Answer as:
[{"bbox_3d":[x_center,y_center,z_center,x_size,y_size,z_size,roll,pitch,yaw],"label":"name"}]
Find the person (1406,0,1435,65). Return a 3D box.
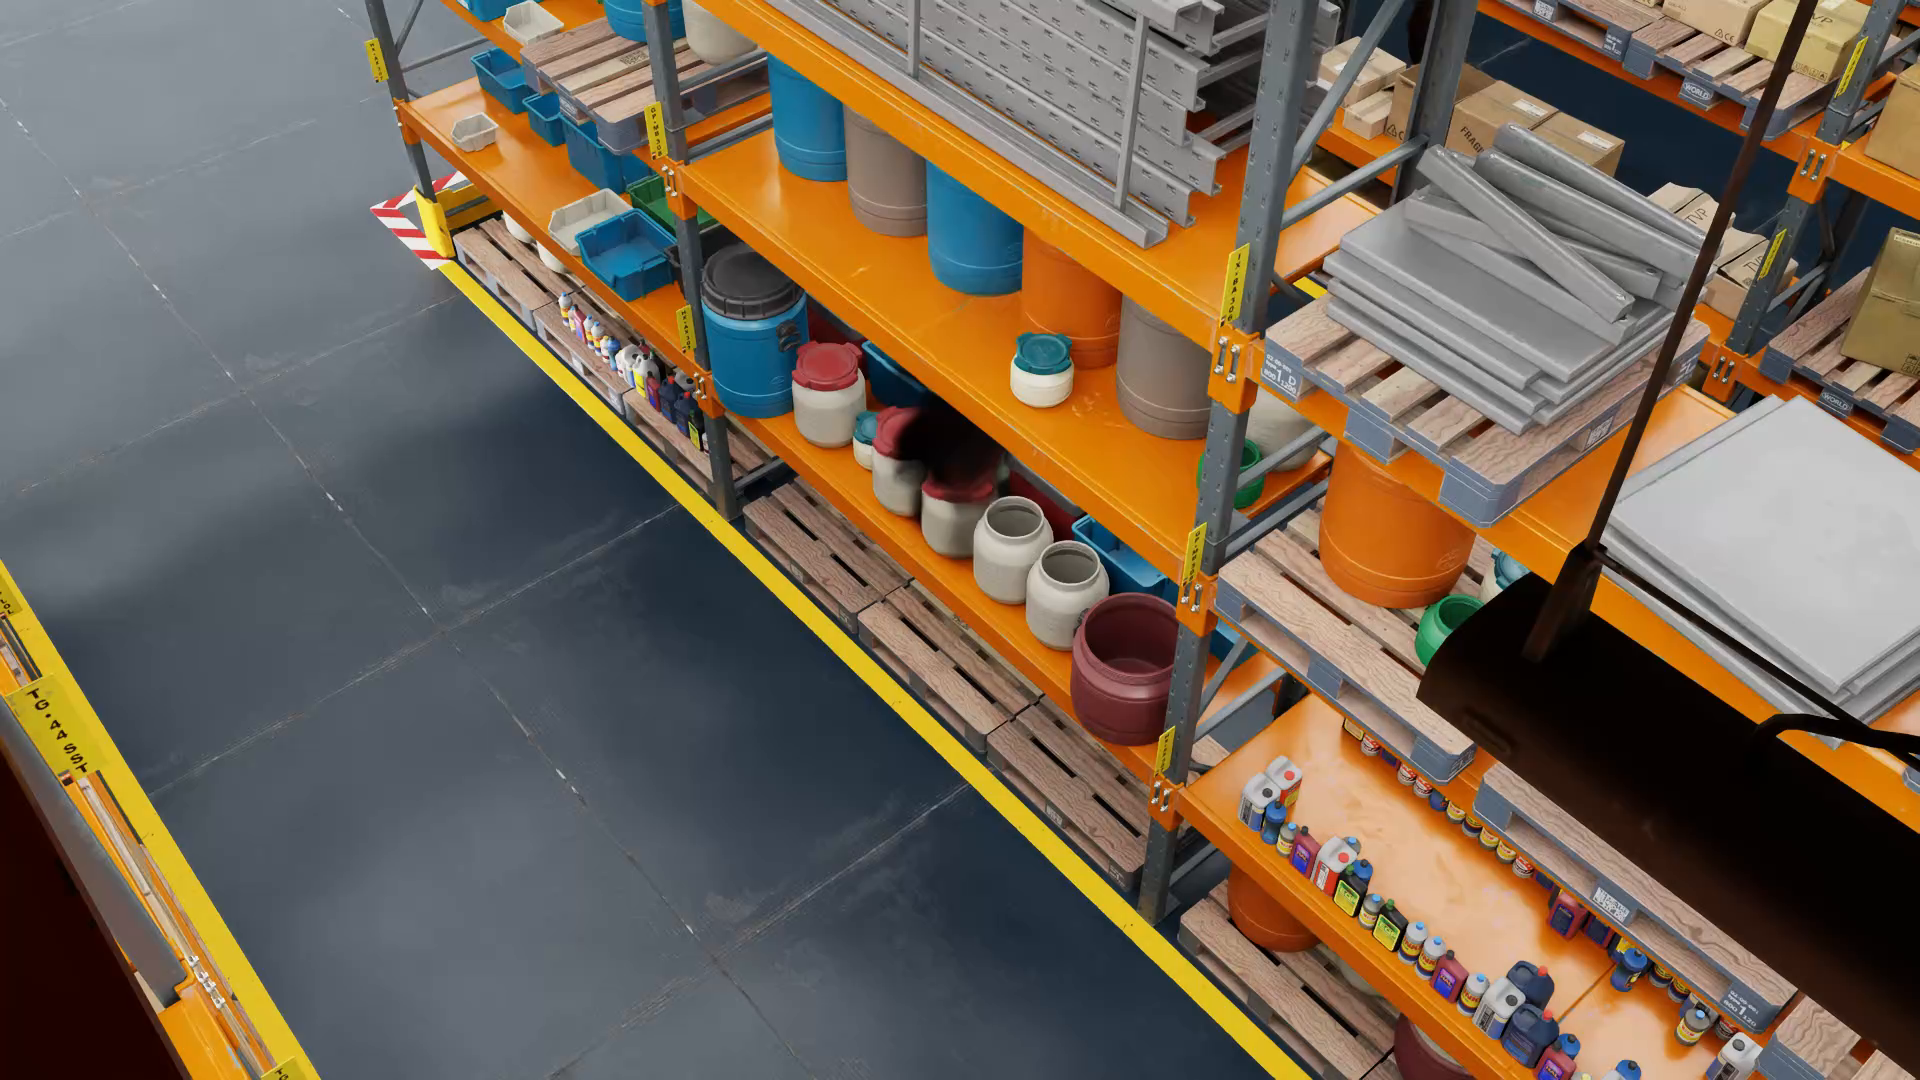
[{"bbox_3d":[4.012,-4.561,14.112,0.628,1.746,0.722,31,54,26],"label":"person"}]
